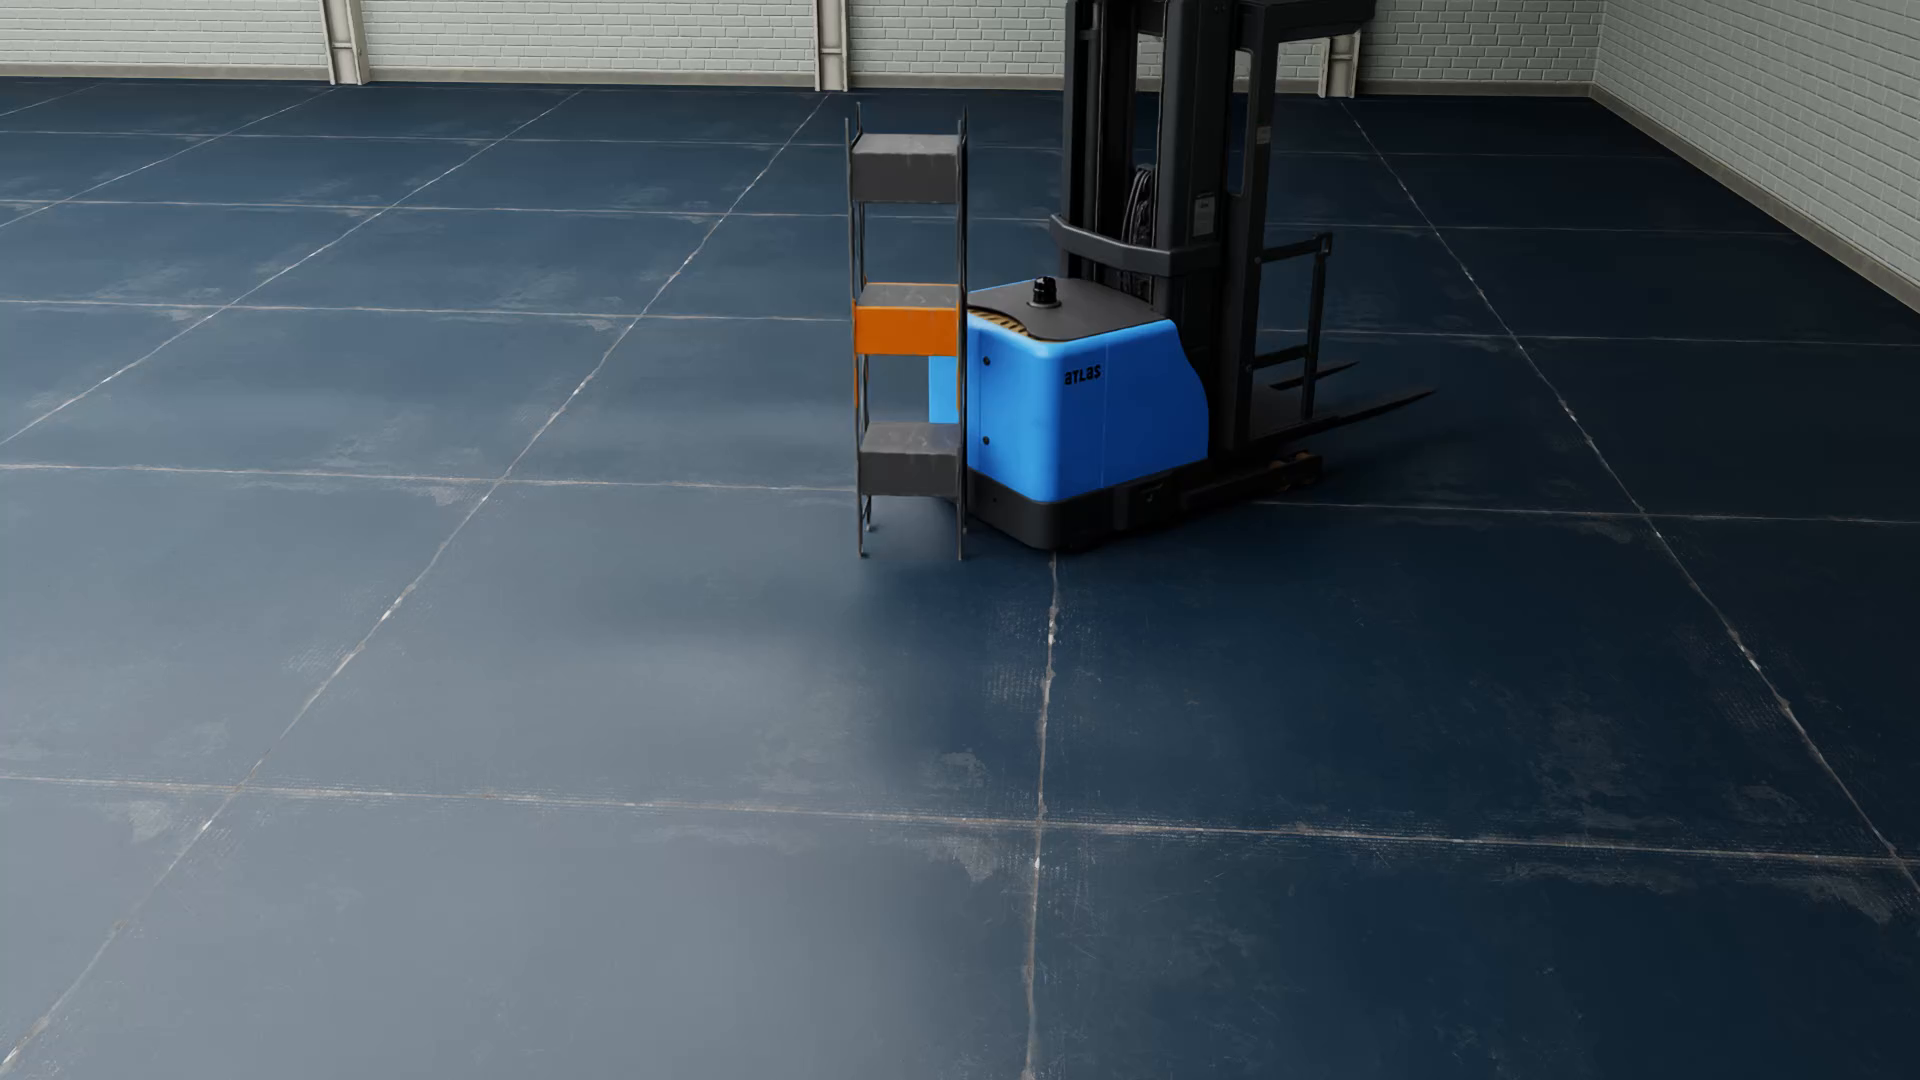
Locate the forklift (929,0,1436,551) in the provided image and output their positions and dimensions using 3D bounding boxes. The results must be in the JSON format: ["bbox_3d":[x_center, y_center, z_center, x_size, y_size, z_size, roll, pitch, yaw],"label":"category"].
[{"bbox_3d":[1.324,-1.747,8.540,3.031,2.935,1.130,-16,29,-32],"label":"forklift"}]

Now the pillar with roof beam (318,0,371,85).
[{"bbox_3d":[-7.843,-7.942,14.744,0.400,9.000,9.100,2,25,4],"label":"pillar with roof beam"}]

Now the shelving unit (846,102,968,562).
[{"bbox_3d":[-0.229,-0.939,7.780,0.503,2.100,0.431,2,25,4],"label":"shelving unit"}]

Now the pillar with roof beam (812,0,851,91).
[{"bbox_3d":[-1.861,-7.750,14.327,0.400,9.000,9.100,2,25,4],"label":"pillar with roof beam"}]

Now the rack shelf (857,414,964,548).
[{"bbox_3d":[-0.229,-0.291,8.078,0.480,0.518,0.431,2,25,4],"label":"rack shelf"}]

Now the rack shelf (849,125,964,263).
[{"bbox_3d":[-0.229,-1.563,7.493,0.480,0.518,0.431,2,25,4],"label":"rack shelf"}]

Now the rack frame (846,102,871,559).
[{"bbox_3d":[-0.473,-0.947,7.796,0.015,2.100,0.400,2,25,4],"label":"rack frame"}]

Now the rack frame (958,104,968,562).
[{"bbox_3d":[0.014,-0.932,7.764,0.015,2.100,0.400,2,25,4],"label":"rack frame"}]

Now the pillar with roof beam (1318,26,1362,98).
[{"bbox_3d":[4.122,-7.558,13.909,0.400,9.000,9.100,2,25,4],"label":"pillar with roof beam"}]

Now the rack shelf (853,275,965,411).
[{"bbox_3d":[-0.229,-0.927,7.786,0.480,0.518,0.431,2,25,4],"label":"rack shelf"}]
